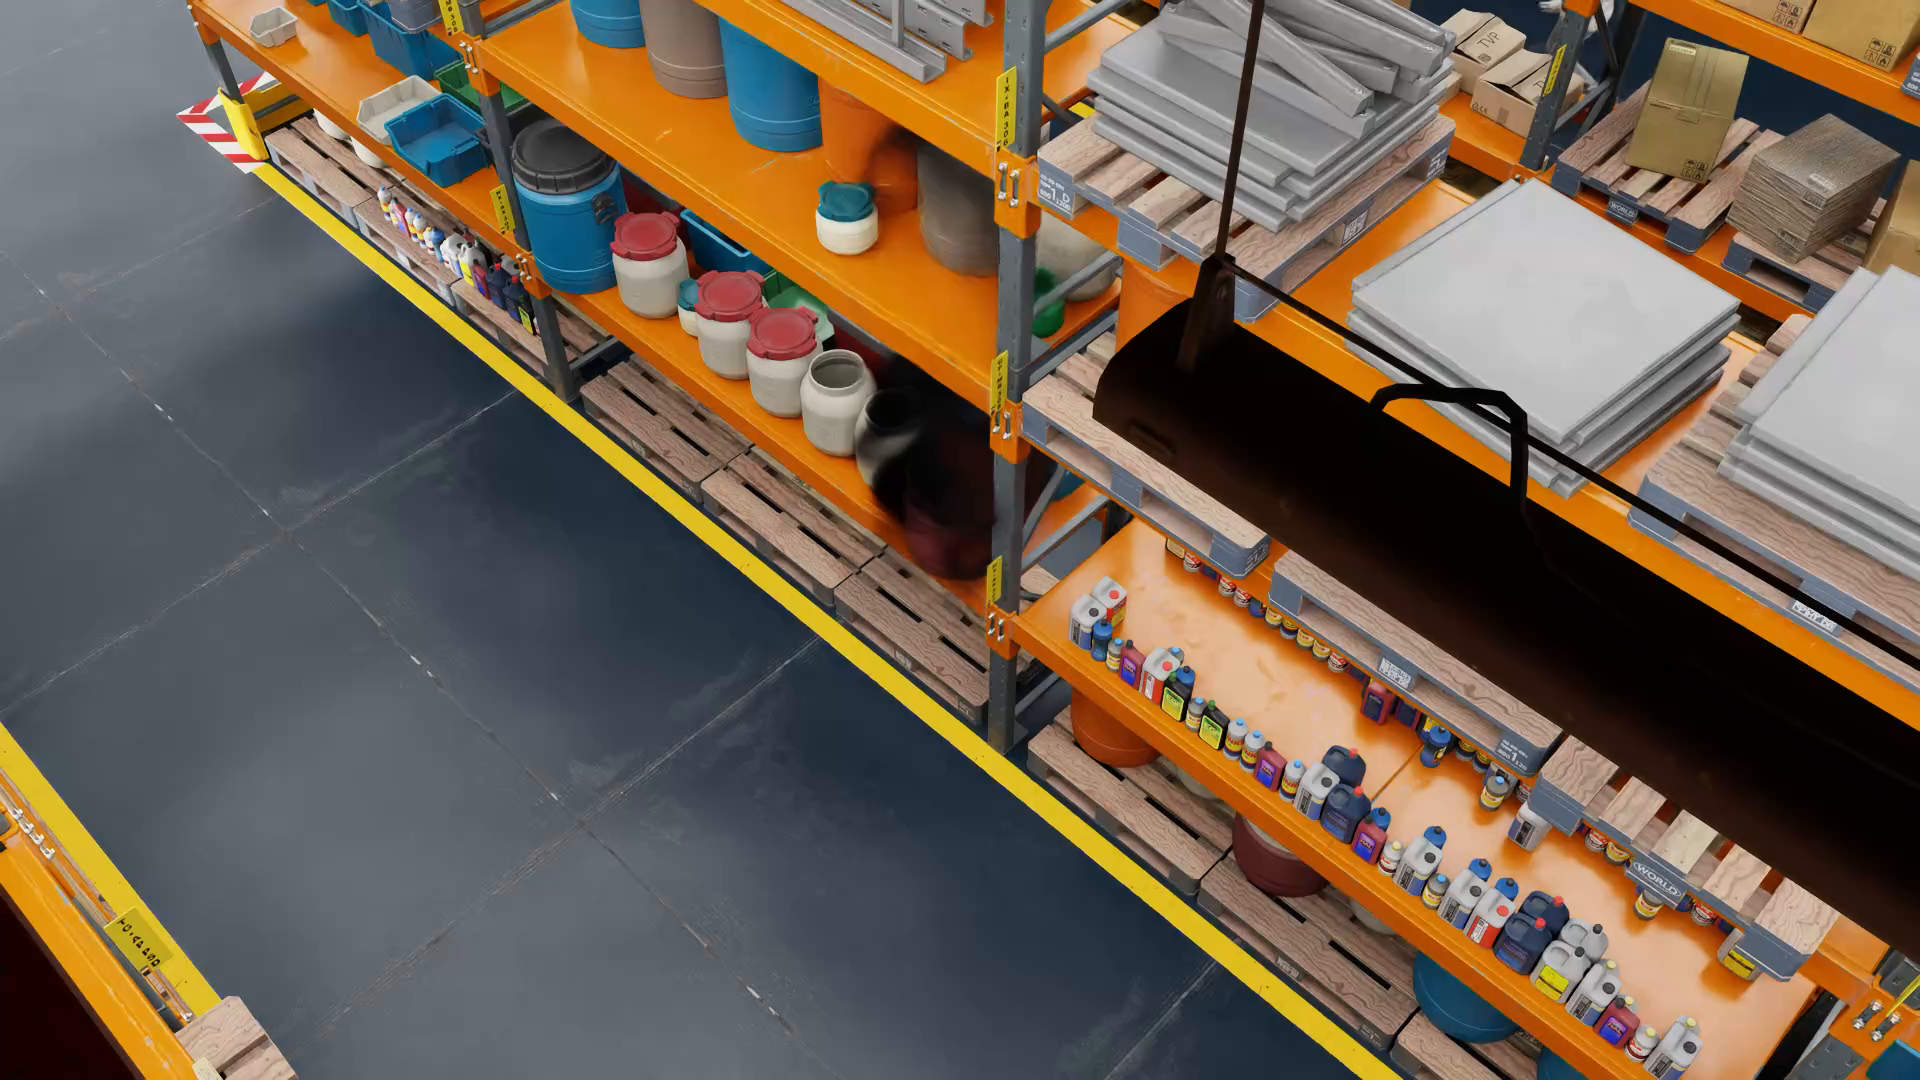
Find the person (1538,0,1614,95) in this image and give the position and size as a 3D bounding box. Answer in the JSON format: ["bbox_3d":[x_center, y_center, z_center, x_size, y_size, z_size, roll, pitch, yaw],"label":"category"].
[{"bbox_3d":[4.747,-3.964,12.584,0.722,1.759,0.681,36,59,26],"label":"person"}]
